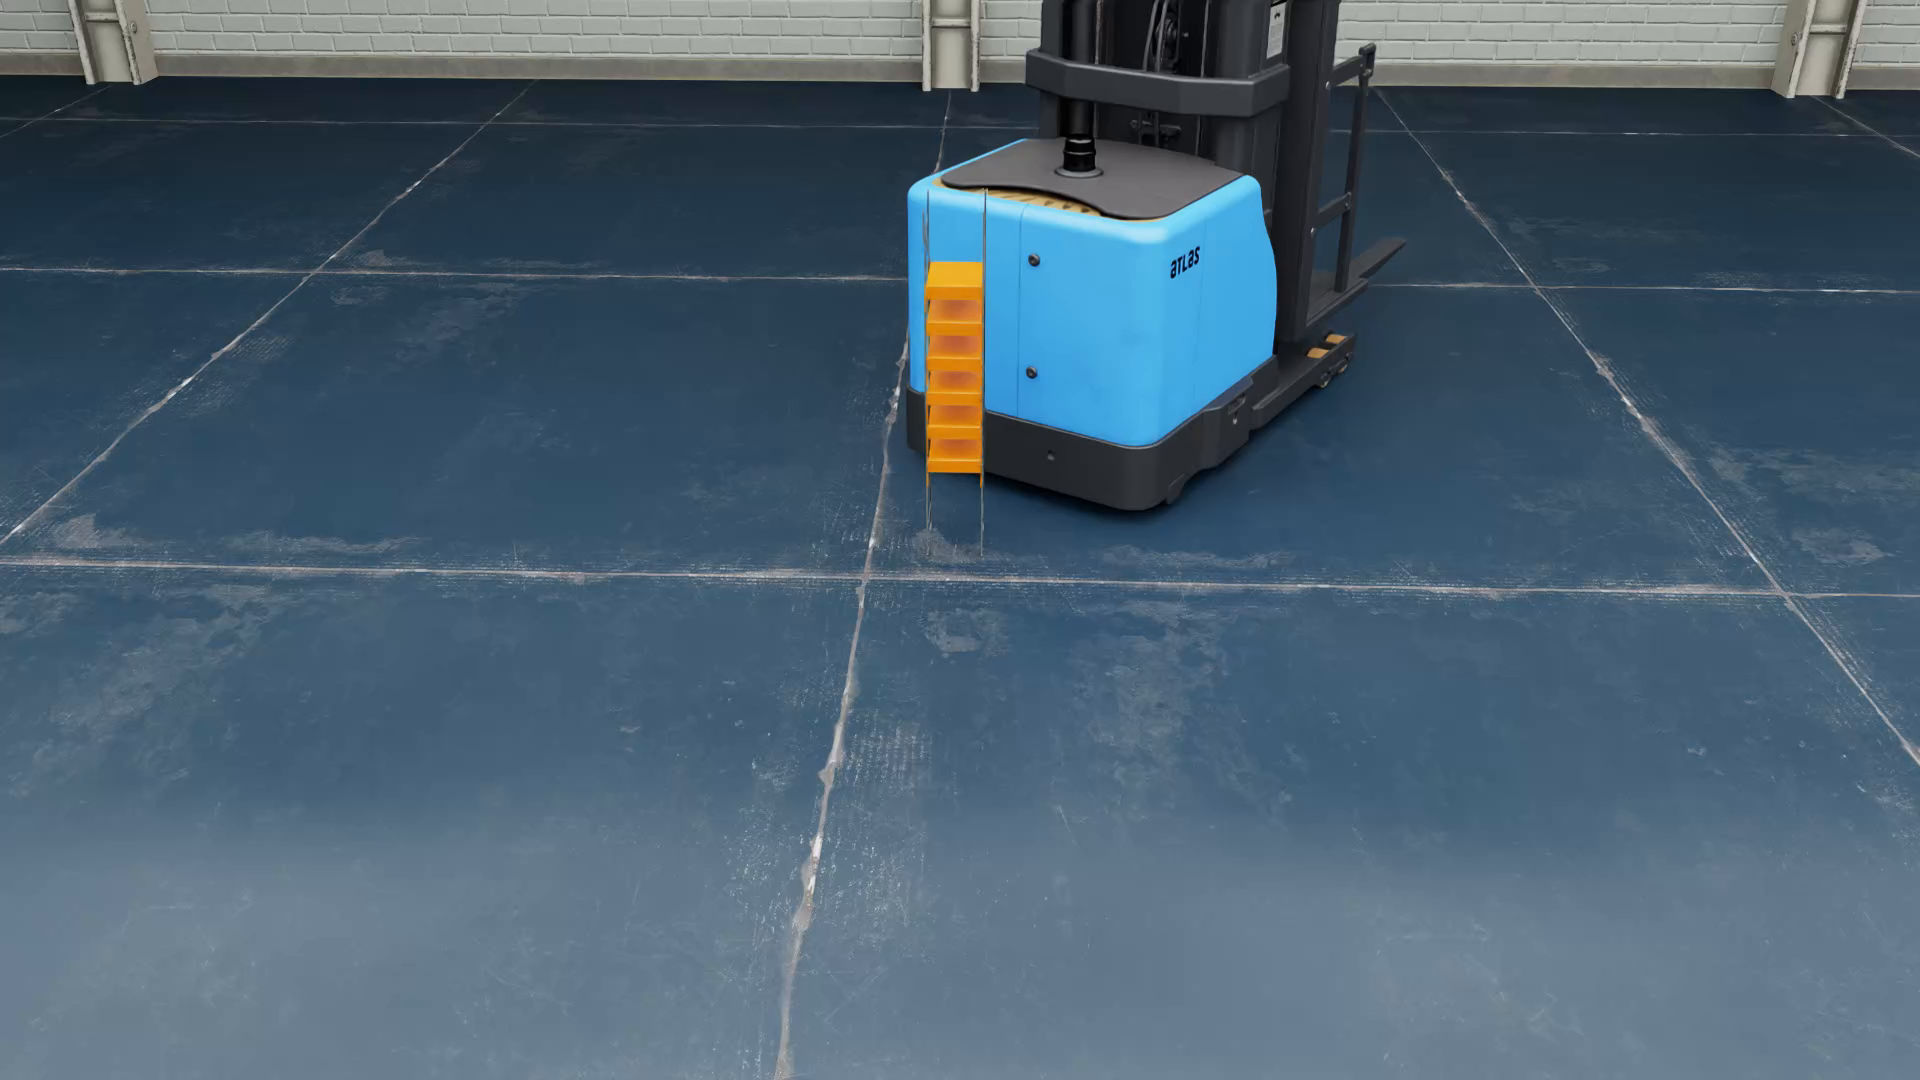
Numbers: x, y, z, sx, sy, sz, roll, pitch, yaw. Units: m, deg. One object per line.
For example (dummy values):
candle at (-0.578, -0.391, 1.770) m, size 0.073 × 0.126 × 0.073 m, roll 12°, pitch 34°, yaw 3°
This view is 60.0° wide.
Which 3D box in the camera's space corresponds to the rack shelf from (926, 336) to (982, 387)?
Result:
rack shelf at (-0.014, -0.597, 5.434) m, size 0.180 × 0.103 × 0.258 m, roll 1°, pitch 28°, yaw 2°

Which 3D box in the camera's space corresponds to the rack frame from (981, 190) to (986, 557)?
rack frame at (0.077, -0.529, 5.467) m, size 0.006 × 1.200 × 0.240 m, roll 1°, pitch 28°, yaw 2°

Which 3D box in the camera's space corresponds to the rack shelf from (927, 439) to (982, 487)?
rack shelf at (-0.014, -0.279, 5.603) m, size 0.180 × 0.103 × 0.258 m, roll 1°, pitch 28°, yaw 2°

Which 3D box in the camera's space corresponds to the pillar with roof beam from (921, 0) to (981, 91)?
pillar with roof beam at (-0.212, -5.197, 5.946) m, size 0.400 × 9.000 × 9.100 m, roll 1°, pitch 28°, yaw 2°

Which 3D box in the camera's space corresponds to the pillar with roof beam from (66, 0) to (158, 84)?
pillar with roof beam at (-6.209, -5.296, 6.133) m, size 0.400 × 9.000 × 9.100 m, roll 1°, pitch 28°, yaw 2°

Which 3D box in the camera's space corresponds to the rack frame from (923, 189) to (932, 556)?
rack frame at (-0.106, -0.532, 5.472) m, size 0.006 × 1.200 × 0.240 m, roll 1°, pitch 28°, yaw 2°

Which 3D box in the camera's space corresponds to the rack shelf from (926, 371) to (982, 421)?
rack shelf at (-0.014, -0.491, 5.490) m, size 0.180 × 0.103 × 0.258 m, roll 1°, pitch 28°, yaw 2°

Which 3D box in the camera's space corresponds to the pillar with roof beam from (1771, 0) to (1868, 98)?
pillar with roof beam at (5.784, -5.098, 5.759) m, size 0.400 × 9.000 × 9.100 m, roll 1°, pitch 28°, yaw 2°

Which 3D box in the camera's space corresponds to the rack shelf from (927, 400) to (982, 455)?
rack shelf at (-0.014, -0.385, 5.546) m, size 0.180 × 0.103 × 0.258 m, roll 1°, pitch 28°, yaw 2°

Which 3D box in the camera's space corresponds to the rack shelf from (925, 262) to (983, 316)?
rack shelf at (-0.014, -0.809, 5.322) m, size 0.180 × 0.103 × 0.258 m, roll 1°, pitch 28°, yaw 2°

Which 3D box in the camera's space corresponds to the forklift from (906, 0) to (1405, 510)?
forklift at (1.031, -2.041, 6.471) m, size 1.130 × 2.935 × 3.031 m, roll 17°, pitch 32°, yaw 29°

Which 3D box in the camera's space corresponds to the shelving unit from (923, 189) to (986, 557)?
shelving unit at (-0.014, -0.530, 5.469) m, size 0.189 × 1.200 × 0.258 m, roll 1°, pitch 28°, yaw 2°

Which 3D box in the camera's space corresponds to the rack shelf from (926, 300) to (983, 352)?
rack shelf at (-0.014, -0.703, 5.378) m, size 0.180 × 0.103 × 0.258 m, roll 1°, pitch 28°, yaw 2°
